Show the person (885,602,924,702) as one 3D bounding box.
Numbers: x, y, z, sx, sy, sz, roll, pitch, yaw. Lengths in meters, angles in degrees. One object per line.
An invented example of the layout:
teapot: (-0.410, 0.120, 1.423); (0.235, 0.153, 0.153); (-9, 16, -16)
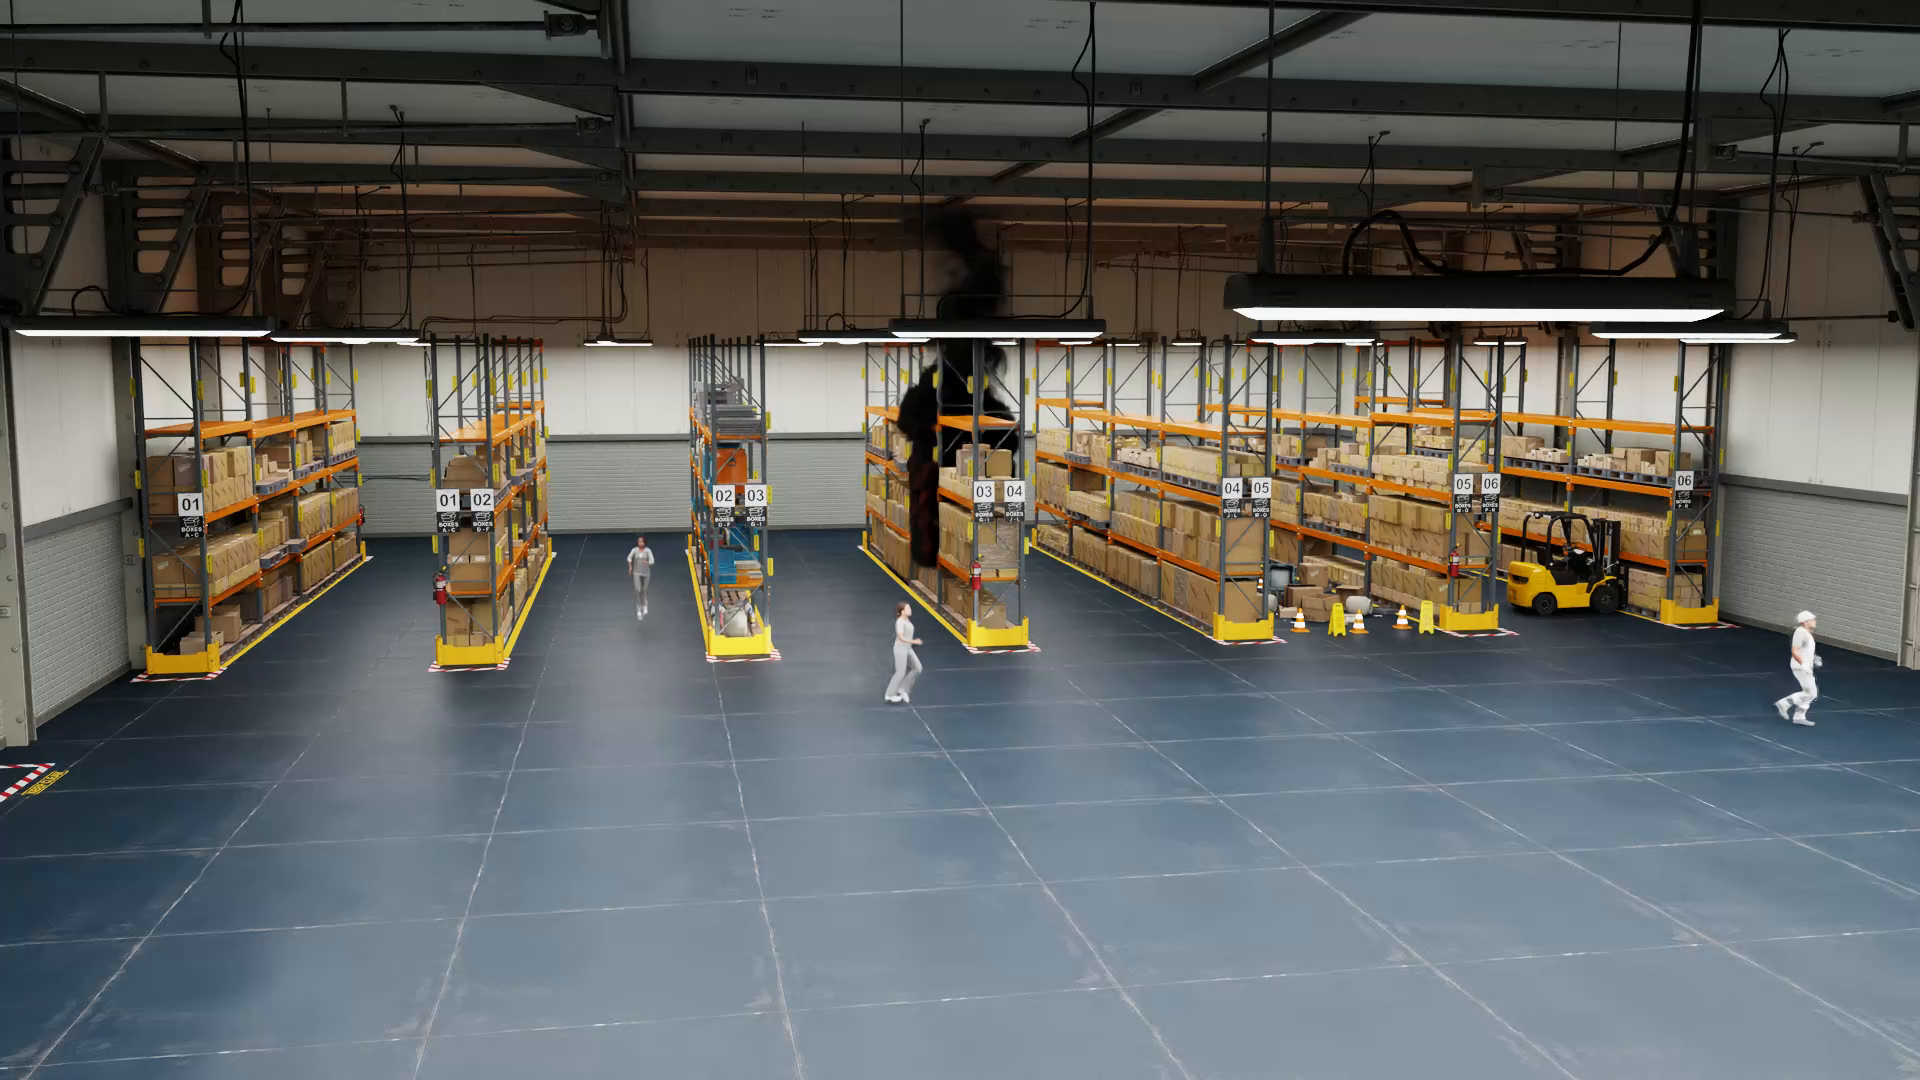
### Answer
person: (-0.889, 1.825, 26.967); (0.670, 1.681, 0.584); (2, 7, 17)

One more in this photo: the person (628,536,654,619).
person: (-6.487, 0.748, 33.879); (0.516, 1.647, 0.708); (-2, 7, -14)

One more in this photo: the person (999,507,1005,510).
person: (1.239, -0.396, 46.852); (0.631, 1.615, 0.940); (0, 7, -1)

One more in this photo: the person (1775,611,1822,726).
person: (12.834, 1.951, 25.420); (0.593, 1.756, 0.678); (4, 8, 30)
